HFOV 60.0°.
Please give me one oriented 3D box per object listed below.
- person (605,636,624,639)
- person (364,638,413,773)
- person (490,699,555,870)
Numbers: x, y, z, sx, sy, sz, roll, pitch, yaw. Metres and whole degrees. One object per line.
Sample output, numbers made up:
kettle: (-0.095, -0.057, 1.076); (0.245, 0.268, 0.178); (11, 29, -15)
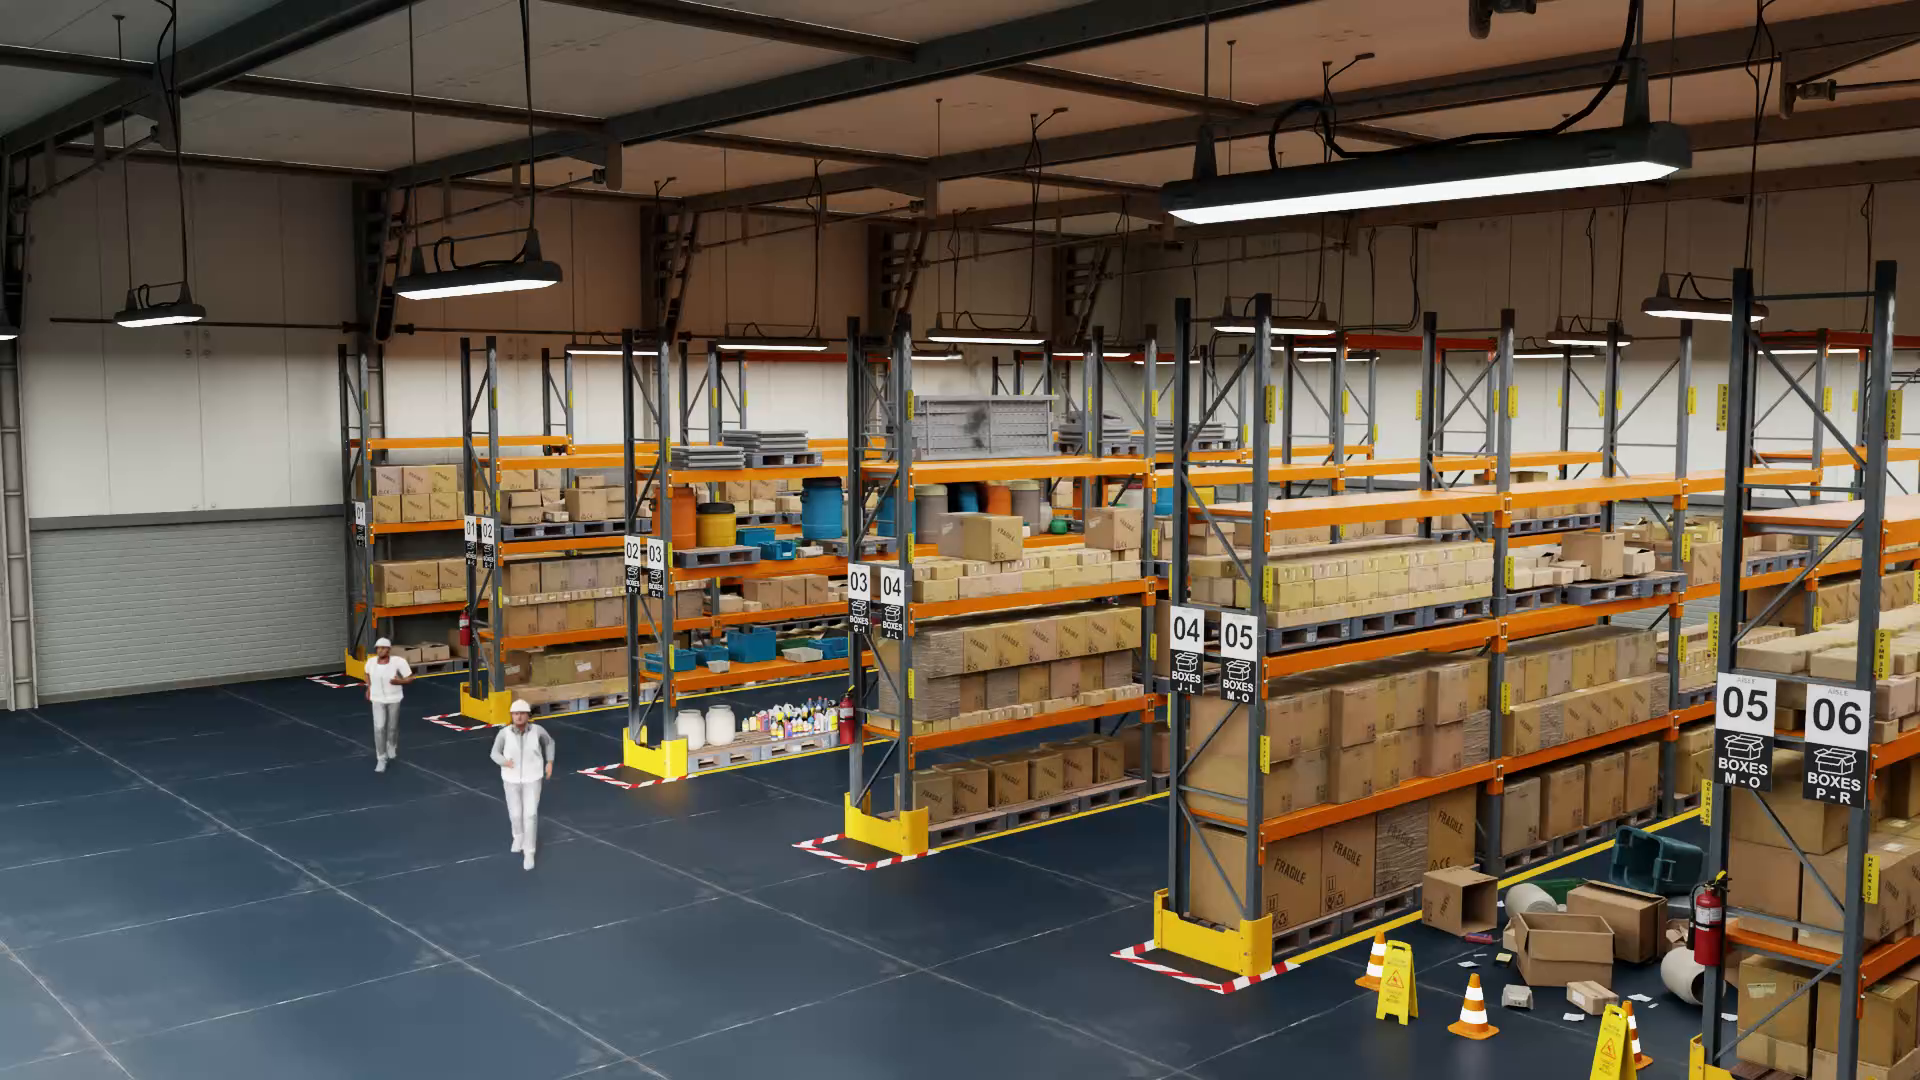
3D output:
person: (-6.131, 1.633, 29.666); (0.842, 1.760, 0.669); (-5, 7, -41)
person: (-7.872, 2.235, 22.910); (0.671, 1.811, 0.865); (-1, 5, -12)
person: (-4.803, 2.645, 18.278); (0.672, 1.820, 0.830); (-1, 5, -10)
